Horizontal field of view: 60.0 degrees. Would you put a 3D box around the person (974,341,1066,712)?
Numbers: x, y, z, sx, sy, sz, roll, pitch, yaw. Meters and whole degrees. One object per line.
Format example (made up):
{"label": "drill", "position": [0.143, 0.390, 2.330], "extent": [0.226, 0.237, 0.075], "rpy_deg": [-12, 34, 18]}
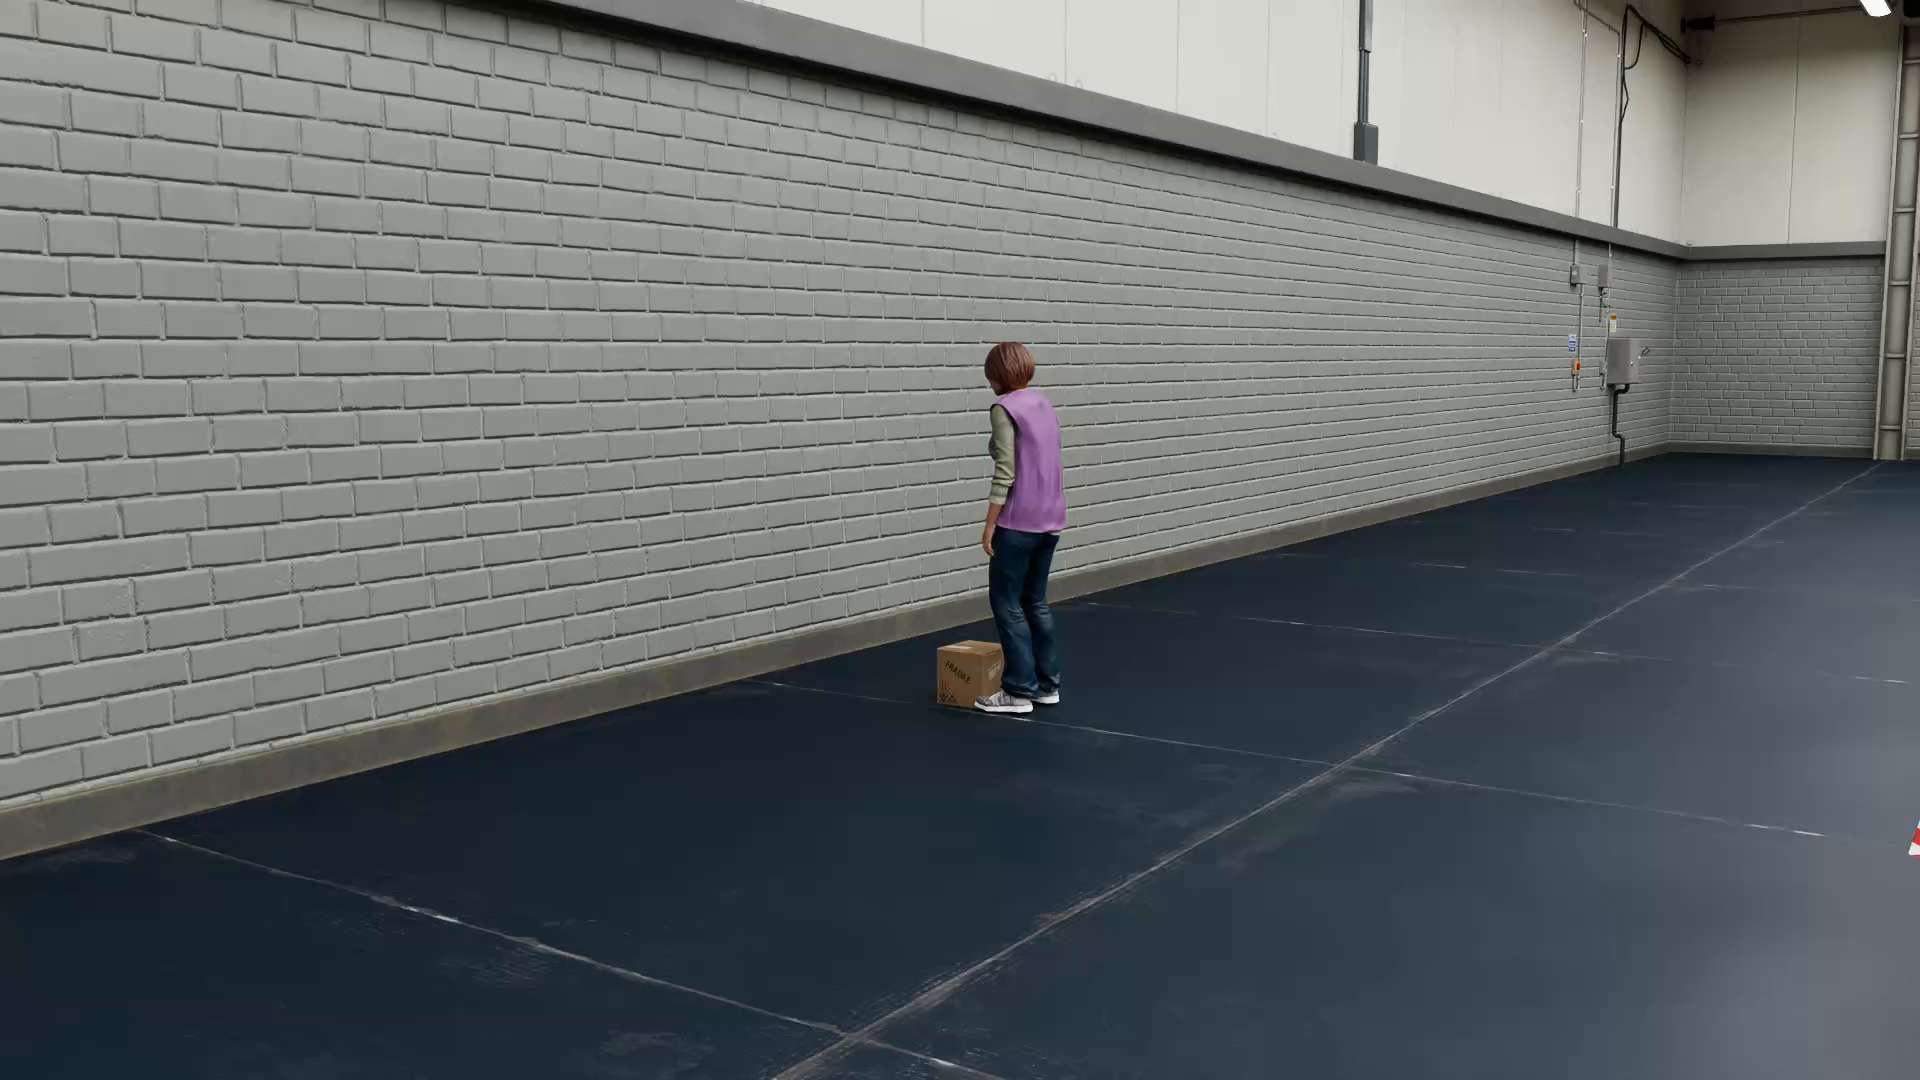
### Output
{"label": "person", "position": [0.268, -0.054, 7.173], "extent": [0.344, 1.592, 0.460], "rpy_deg": [5, 8, 37]}
